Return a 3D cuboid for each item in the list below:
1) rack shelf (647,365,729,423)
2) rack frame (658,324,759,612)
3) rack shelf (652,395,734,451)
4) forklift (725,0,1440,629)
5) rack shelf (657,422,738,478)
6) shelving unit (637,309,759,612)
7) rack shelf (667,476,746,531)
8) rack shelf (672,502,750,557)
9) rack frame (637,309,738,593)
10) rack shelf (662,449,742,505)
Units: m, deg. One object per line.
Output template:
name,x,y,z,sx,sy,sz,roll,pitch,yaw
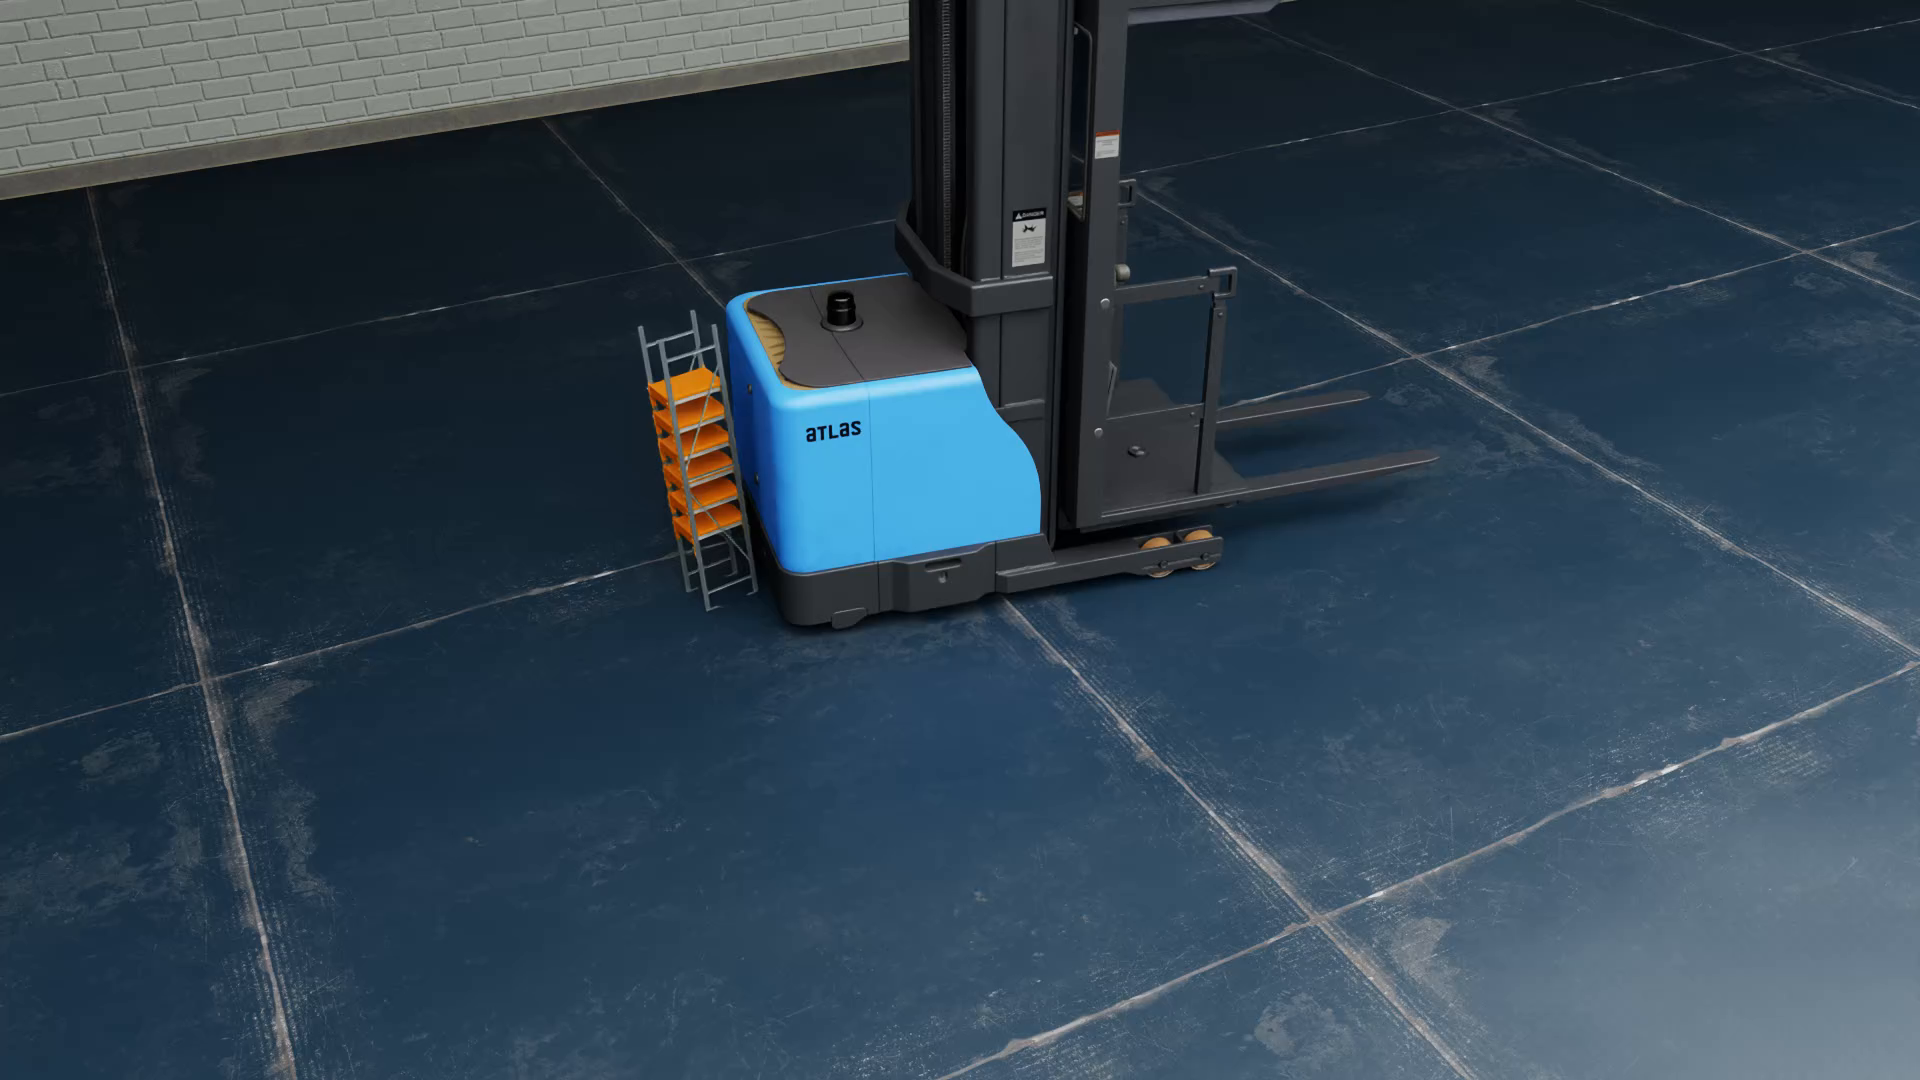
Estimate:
rack shelf,-1.049,-0.566,6.419,0.258,0.103,0.180,-22,35,-27
rack frame,-0.976,-0.261,6.515,0.240,1.200,0.006,-22,35,-27
rack shelf,-1.040,-0.464,6.481,0.258,0.103,0.180,-22,35,-27
forklift,0.599,-1.337,6.621,3.031,2.935,1.130,-10,34,-15
rack shelf,-1.032,-0.361,6.543,0.258,0.103,0.180,-22,35,-27
shelving unit,-1.026,-0.297,6.582,0.258,1.200,0.189,-22,35,-27
rack shelf,-1.015,-0.156,6.667,0.258,0.103,0.180,-22,35,-27
rack shelf,-1.007,-0.054,6.729,0.258,0.103,0.180,-22,35,-27
rack frame,-1.077,-0.333,6.649,0.240,1.200,0.006,-22,35,-27
rack shelf,-1.023,-0.259,6.605,0.258,0.103,0.180,-22,35,-27
